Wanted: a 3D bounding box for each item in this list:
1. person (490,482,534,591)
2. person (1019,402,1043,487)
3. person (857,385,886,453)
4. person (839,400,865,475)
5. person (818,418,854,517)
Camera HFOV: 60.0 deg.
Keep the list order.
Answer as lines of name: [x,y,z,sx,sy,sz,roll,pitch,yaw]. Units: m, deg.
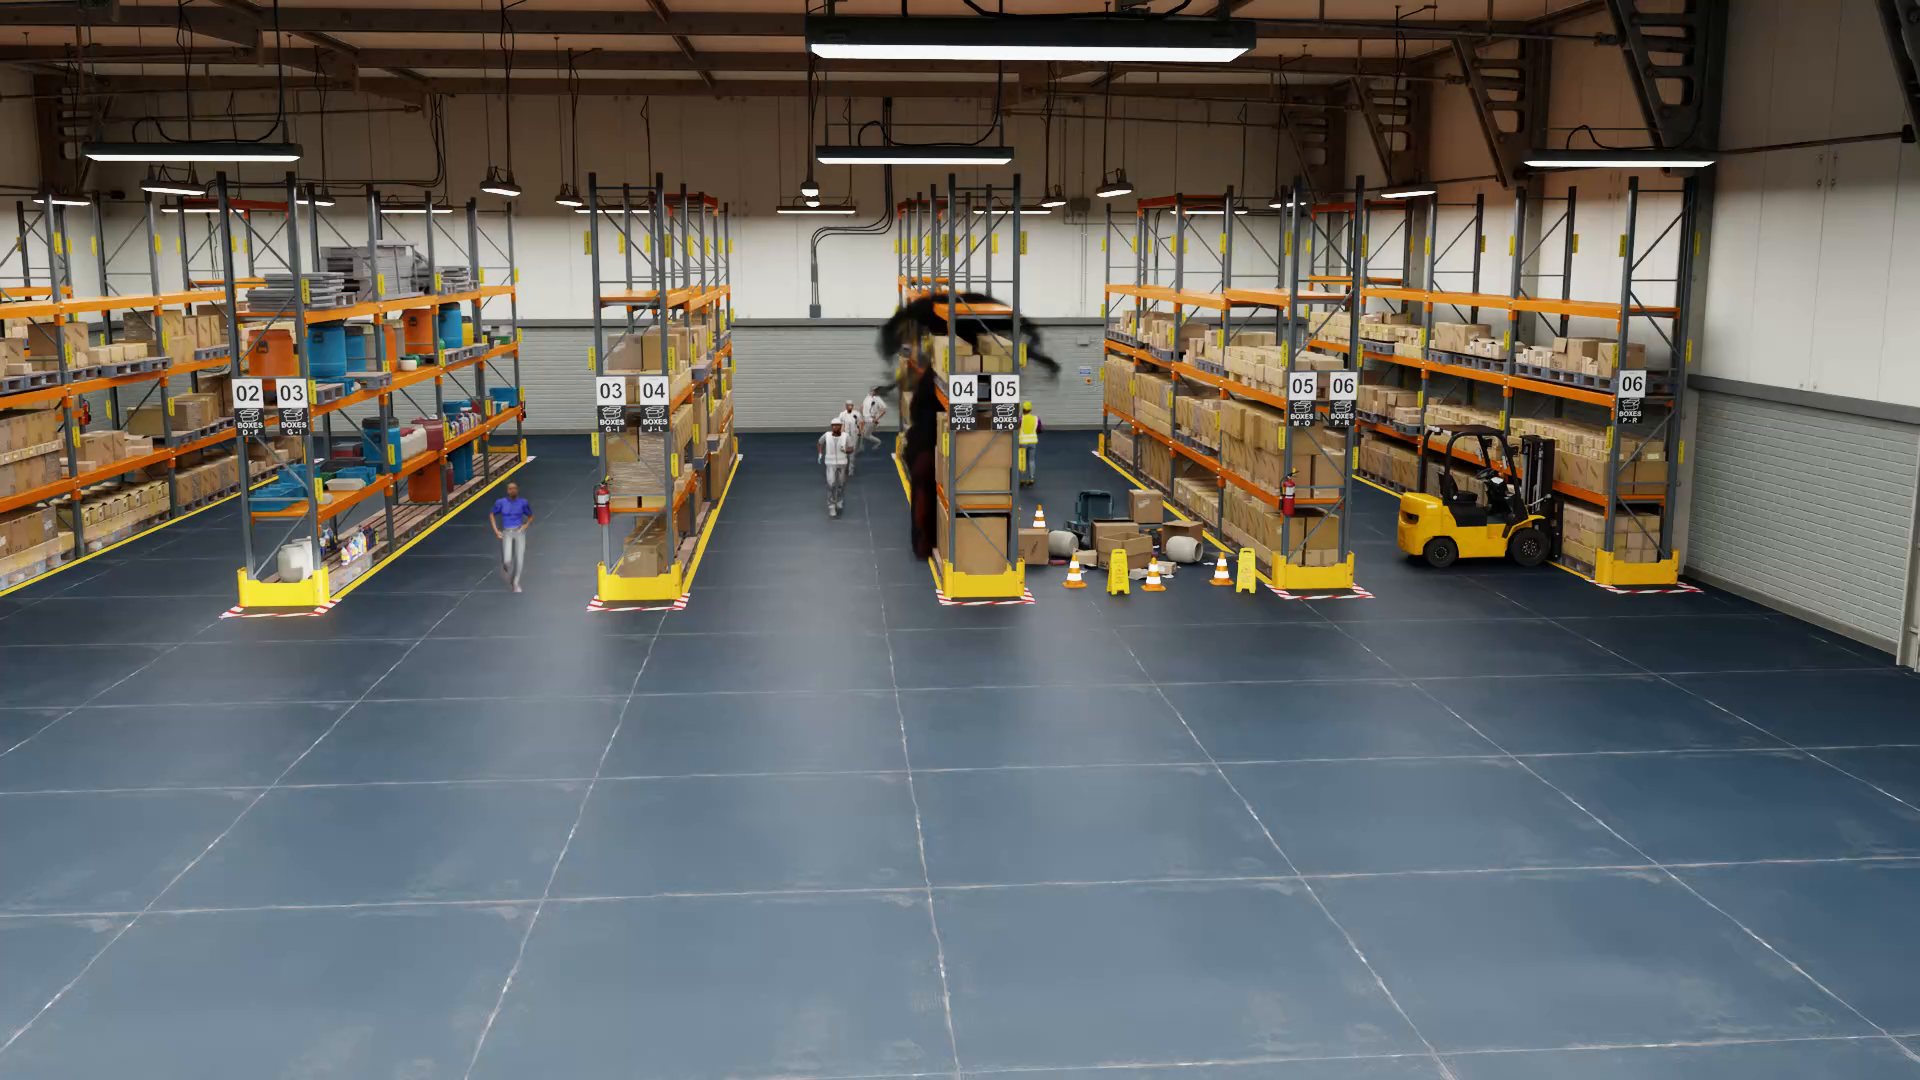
person: [-6.559,-0.054,24.411,0.624,1.613,0.527,-3,10,-16]
person: [1.418,-1.940,34.707,0.678,1.846,0.860,-2,10,-9]
person: [-2.179,-2.953,40.575,0.661,1.683,0.802,-8,13,-38]
person: [-2.428,-2.297,37.082,0.613,1.663,0.753,0,10,0]
person: [-2.340,-1.391,31.423,0.670,1.846,0.804,-2,10,-9]
